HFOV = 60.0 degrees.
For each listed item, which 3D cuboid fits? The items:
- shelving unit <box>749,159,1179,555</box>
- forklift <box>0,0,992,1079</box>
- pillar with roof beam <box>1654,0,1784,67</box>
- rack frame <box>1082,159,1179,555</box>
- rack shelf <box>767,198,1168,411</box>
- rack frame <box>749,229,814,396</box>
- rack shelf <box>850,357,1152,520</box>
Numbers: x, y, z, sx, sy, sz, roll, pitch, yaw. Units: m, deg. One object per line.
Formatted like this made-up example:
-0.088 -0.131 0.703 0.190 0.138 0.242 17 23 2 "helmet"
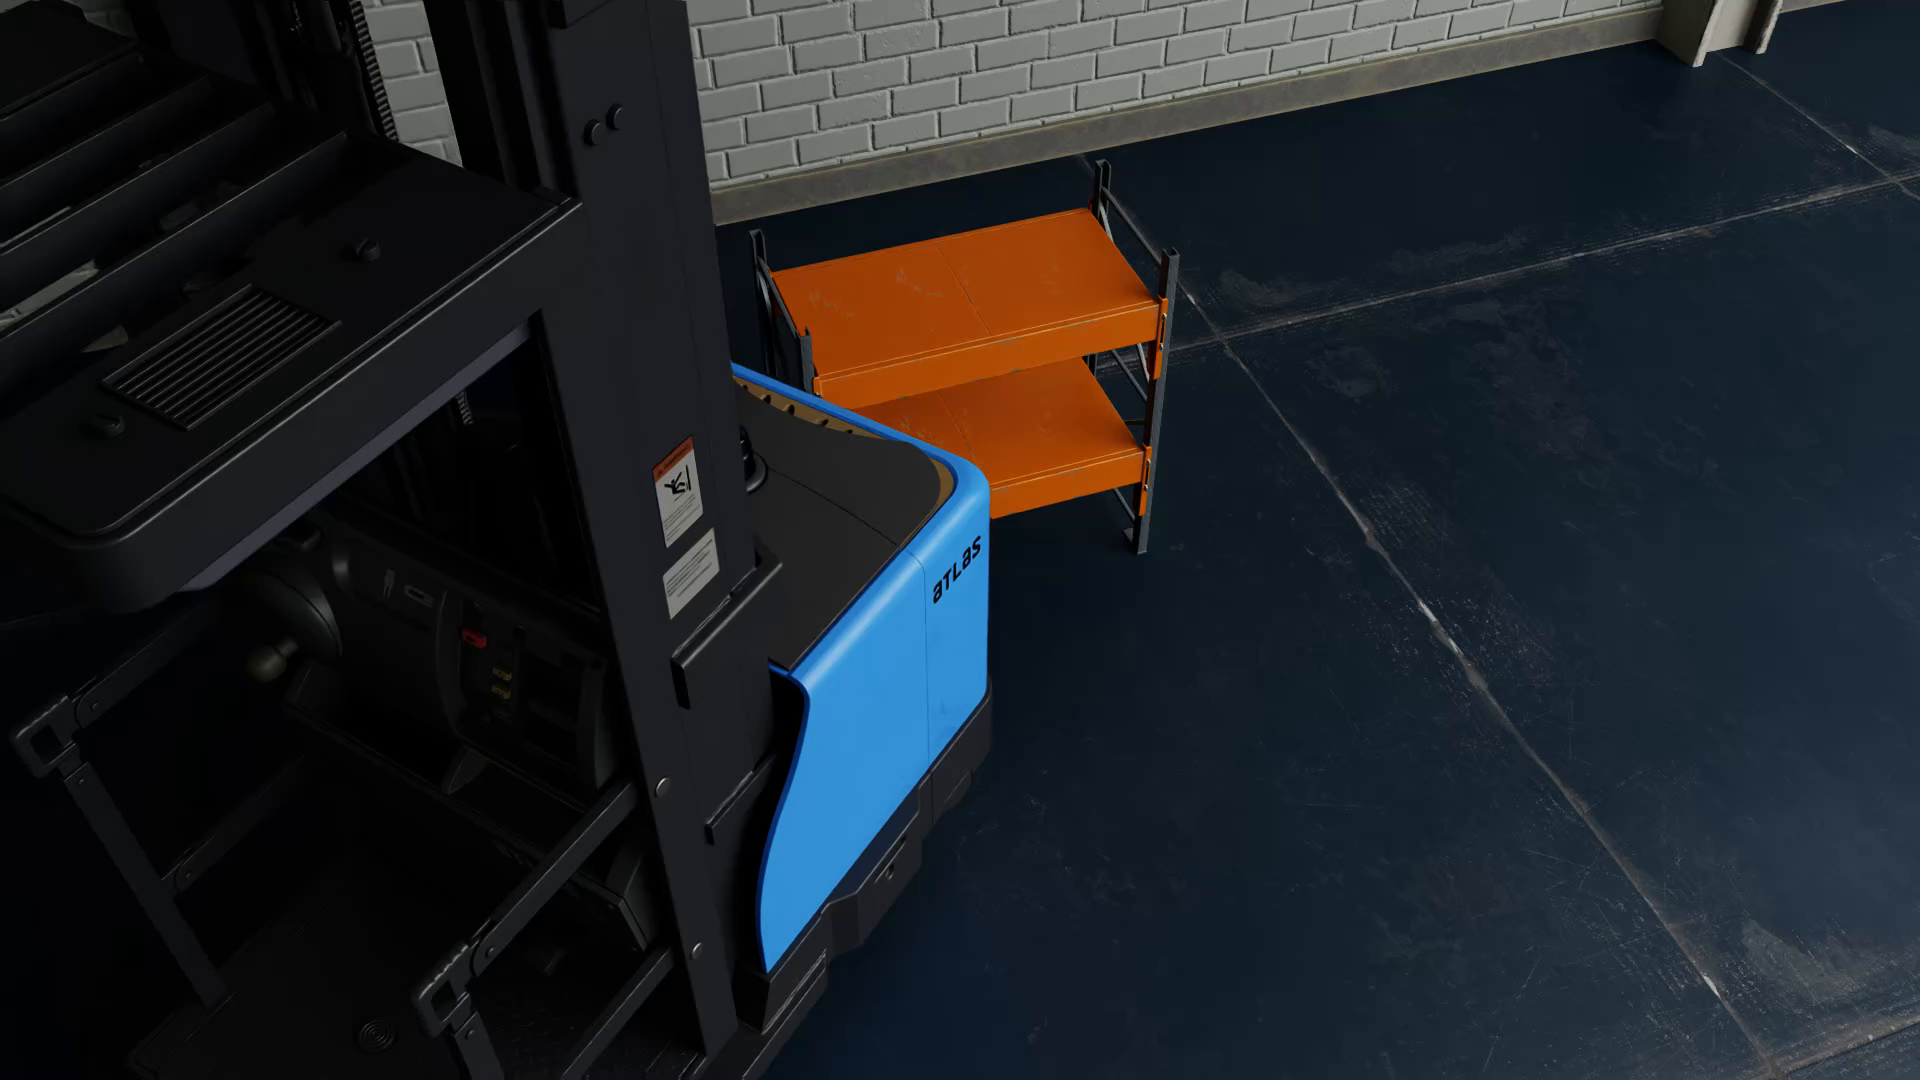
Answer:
0.006 -0.399 4.853 1.048 1.125 0.538 -14 47 -14 "shelving unit"
-1.116 0.265 2.917 1.130 2.935 3.031 24 50 22 "forklift"
4.822 -2.542 1.430 0.400 9.000 9.100 -14 47 -14 "pillar with roof beam"
0.485 -0.521 4.975 0.032 1.125 0.500 -14 47 -14 "rack frame"
0.006 -0.605 4.646 1.000 0.278 0.538 -14 47 -14 "rack shelf"
-0.472 -0.276 4.731 0.032 1.125 0.500 -14 47 -14 "rack frame"
0.006 -0.226 5.026 1.000 0.278 0.538 -14 47 -14 "rack shelf"
